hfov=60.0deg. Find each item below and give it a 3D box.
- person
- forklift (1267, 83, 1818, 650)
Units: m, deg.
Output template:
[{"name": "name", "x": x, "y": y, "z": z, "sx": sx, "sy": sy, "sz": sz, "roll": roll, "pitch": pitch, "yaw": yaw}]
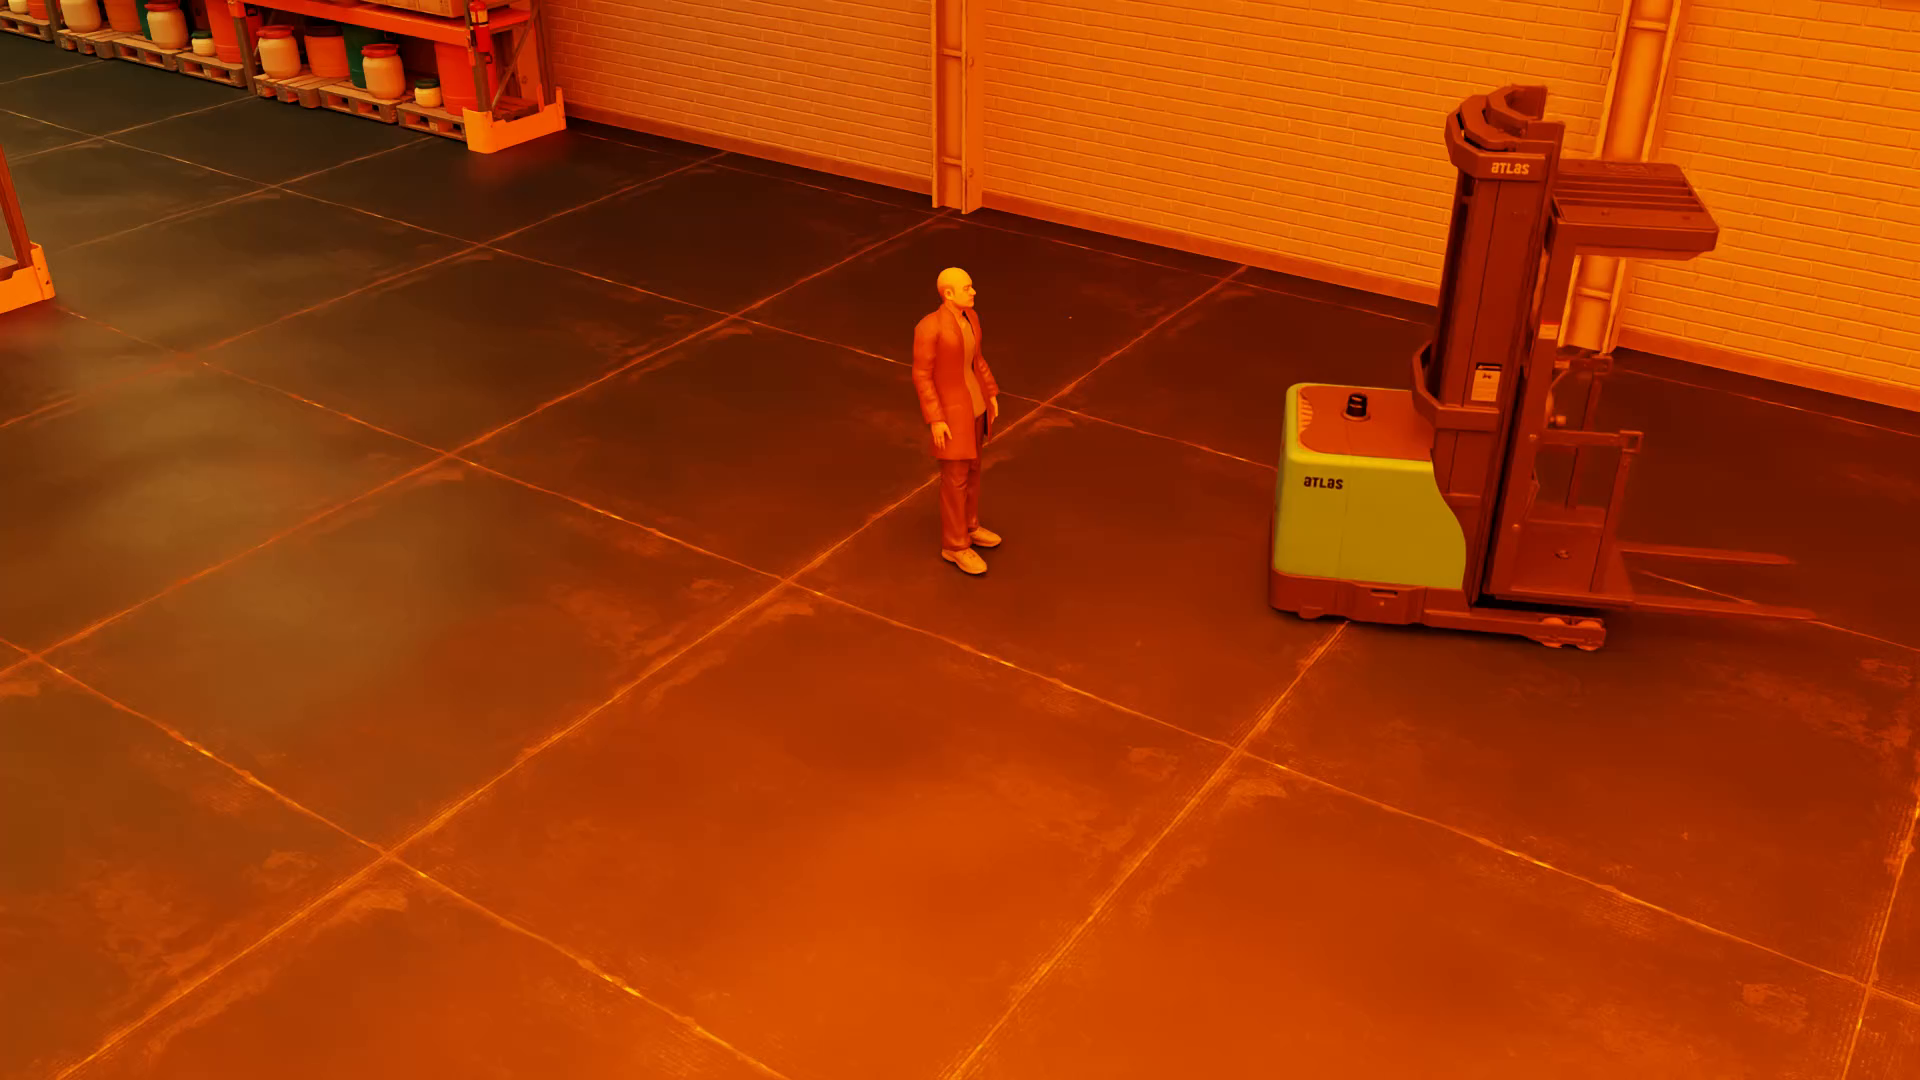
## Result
[{"name": "person", "x": 0.072, "y": -0.747, "z": 10.003, "sx": 0.582, "sy": 1.775, "sz": 0.696, "roll": 19, "pitch": 35, "yaw": 29}, {"name": "forklift", "x": 3.368, "y": -0.931, "z": 9.185, "sx": 3.031, "sy": 2.935, "sz": 1.130, "roll": 5, "pitch": 31, "yaw": 9}]
